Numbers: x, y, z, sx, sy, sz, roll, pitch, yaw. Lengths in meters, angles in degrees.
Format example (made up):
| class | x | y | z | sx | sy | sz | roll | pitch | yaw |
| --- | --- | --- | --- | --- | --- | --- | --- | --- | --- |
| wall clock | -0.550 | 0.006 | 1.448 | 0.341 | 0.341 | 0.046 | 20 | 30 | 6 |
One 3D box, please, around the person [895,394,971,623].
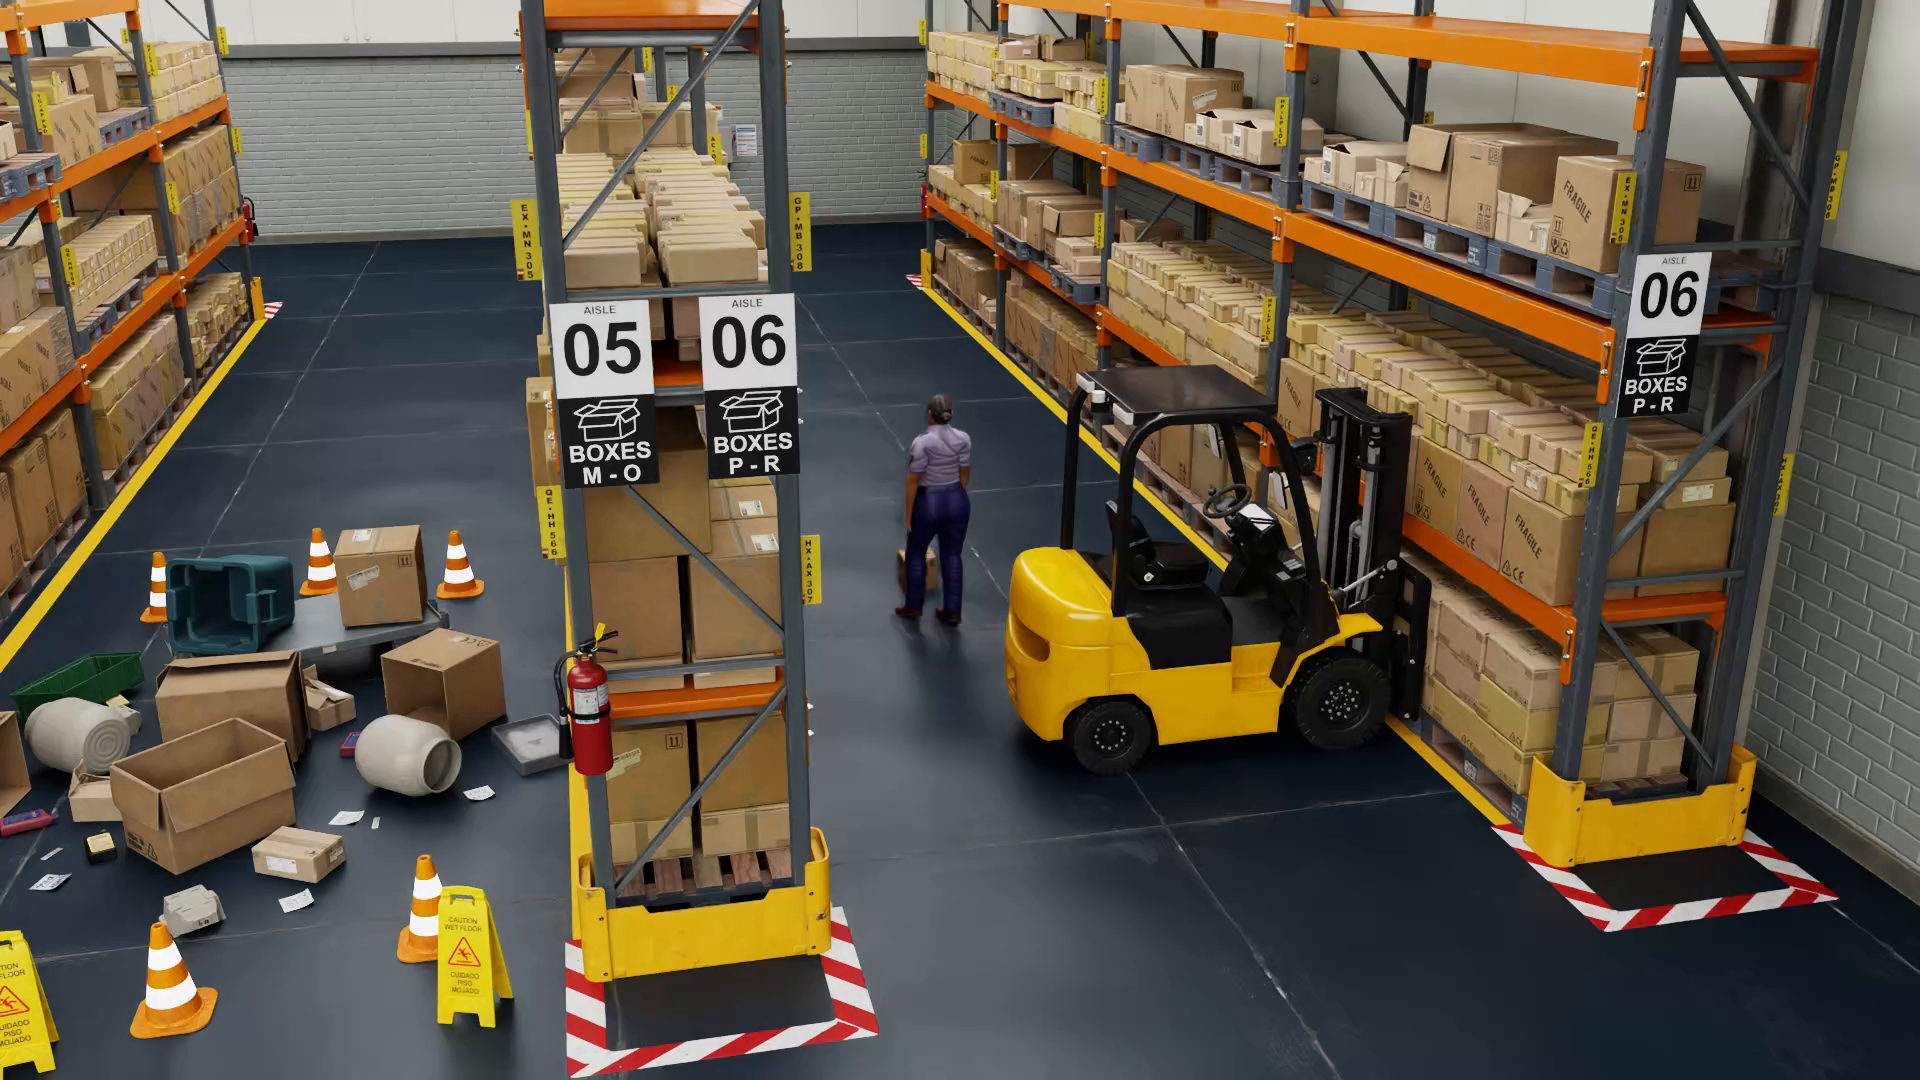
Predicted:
| class | x | y | z | sx | sy | sz | roll | pitch | yaw |
| --- | --- | --- | --- | --- | --- | --- | --- | --- | --- |
| person | -0.180 | -0.220 | 11.701 | 0.497 | 1.671 | 0.500 | -9 | 22 | -23 |
